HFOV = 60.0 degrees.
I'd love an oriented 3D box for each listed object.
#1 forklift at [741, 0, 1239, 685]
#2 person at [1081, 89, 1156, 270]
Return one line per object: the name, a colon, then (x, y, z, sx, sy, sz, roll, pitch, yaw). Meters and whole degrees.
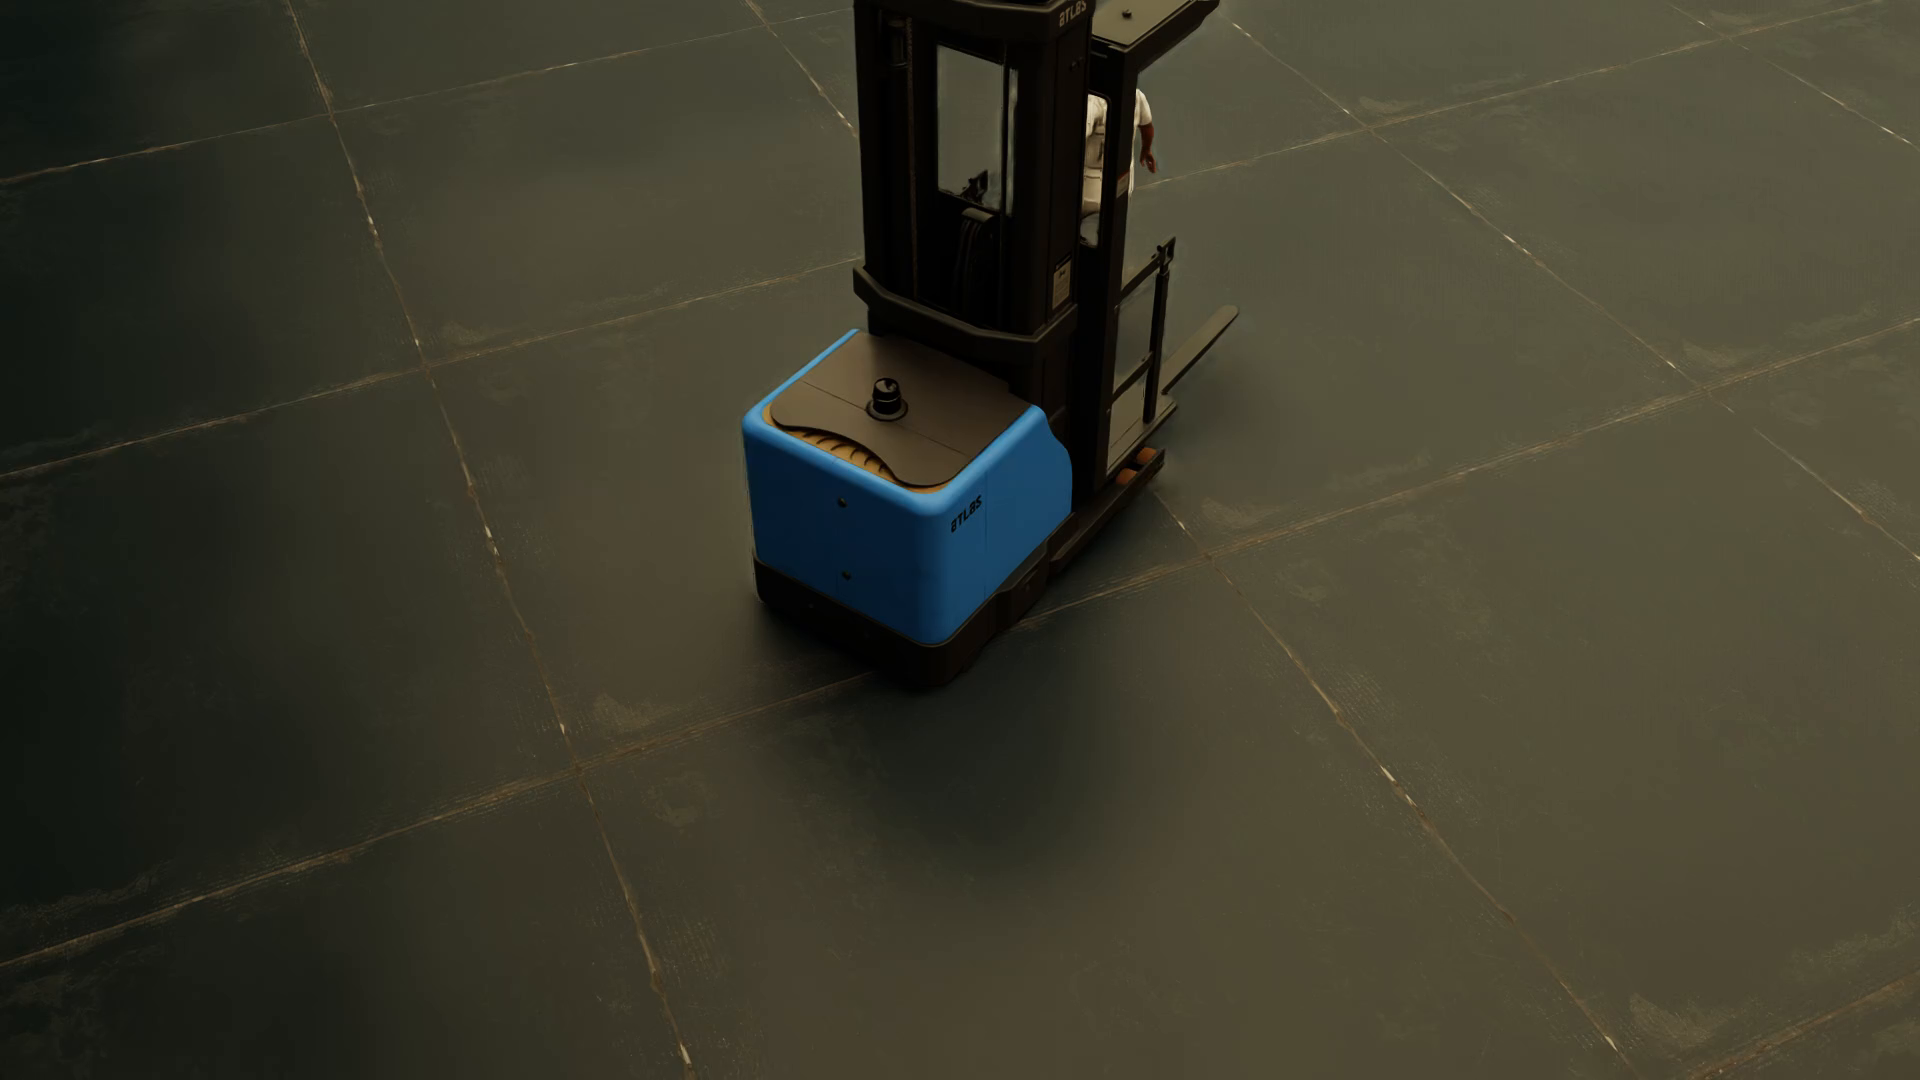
forklift: (0.341, -1.424, 7.206, 1.130, 2.935, 3.031, 25, 49, 25)
person: (0.699, -1.908, 8.779, 0.955, 1.542, 0.489, -21, 47, -21)
